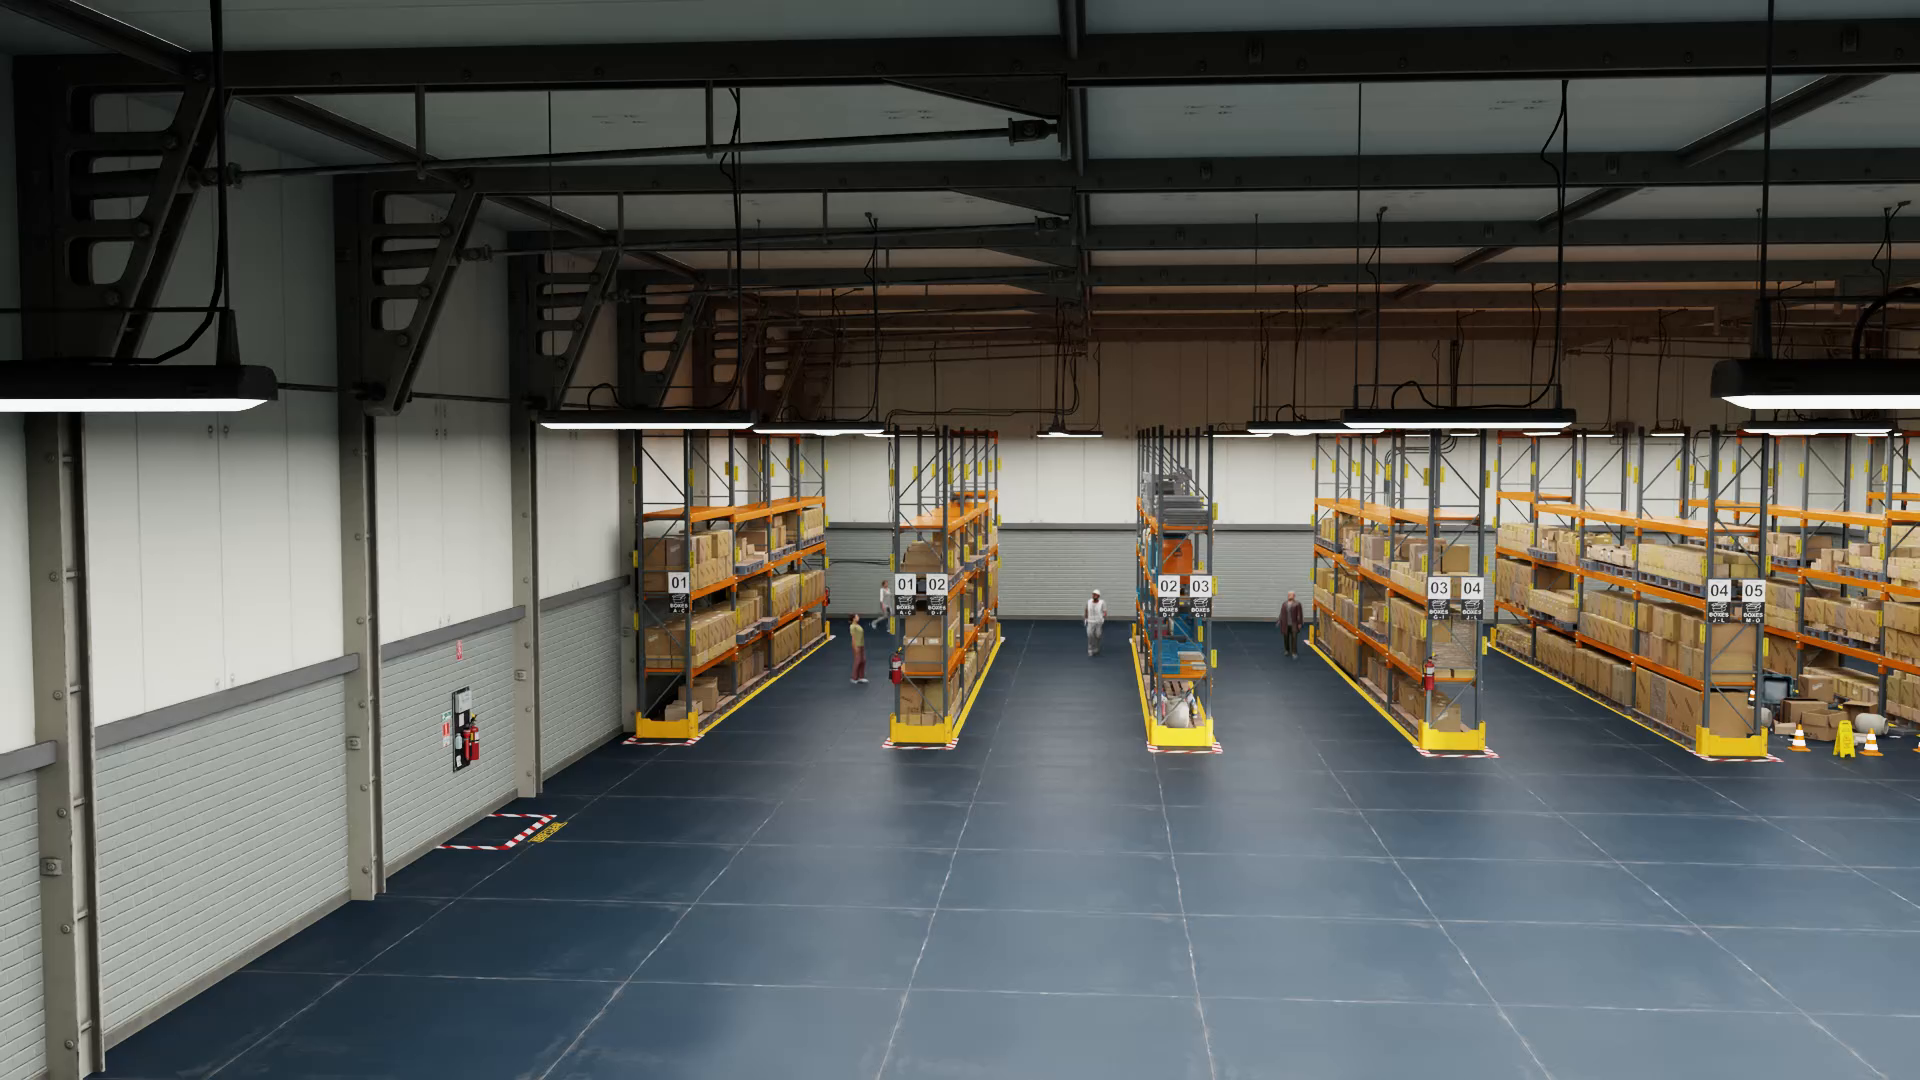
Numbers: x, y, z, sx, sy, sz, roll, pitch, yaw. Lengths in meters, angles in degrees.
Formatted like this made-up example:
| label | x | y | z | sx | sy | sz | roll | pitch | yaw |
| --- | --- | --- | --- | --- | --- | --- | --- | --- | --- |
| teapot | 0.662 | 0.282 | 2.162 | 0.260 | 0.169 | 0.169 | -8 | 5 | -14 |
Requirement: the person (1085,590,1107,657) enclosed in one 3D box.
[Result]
| label | x | y | z | sx | sy | sz | roll | pitch | yaw |
| --- | --- | --- | --- | --- | --- | --- | --- | --- | --- |
| person | 3.614 | 2.226 | 44.299 | 0.603 | 1.807 | 0.879 | 1 | 3 | 9 |

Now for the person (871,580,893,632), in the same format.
| label | x | y | z | sx | sy | sz | roll | pitch | yaw |
| --- | --- | --- | --- | --- | --- | --- | --- | --- | --- |
| person | -2.264 | 1.965 | 49.478 | 0.719 | 1.557 | 0.441 | 1 | 4 | 20 |

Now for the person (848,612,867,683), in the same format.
| label | x | y | z | sx | sy | sz | roll | pitch | yaw |
| --- | --- | --- | --- | --- | --- | --- | --- | --- | --- |
| person | -2.416 | 2.571 | 39.411 | 0.446 | 1.727 | 0.532 | 2 | 4 | 24 |

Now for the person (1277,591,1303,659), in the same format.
| label | x | y | z | sx | sy | sz | roll | pitch | yaw |
| --- | --- | --- | --- | --- | --- | --- | --- | --- | --- |
| person | 8.677 | 2.210 | 43.753 | 0.683 | 1.734 | 1.037 | 1 | 3 | 9 |

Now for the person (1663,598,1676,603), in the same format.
| label | x | y | z | sx | sy | sz | roll | pitch | yaw |
| --- | --- | --- | --- | --- | --- | --- | --- | --- | --- |
| person | 20.432 | 1.972 | 47.723 | 0.914 | 1.714 | 0.603 | 0 | 3 | -6 |
